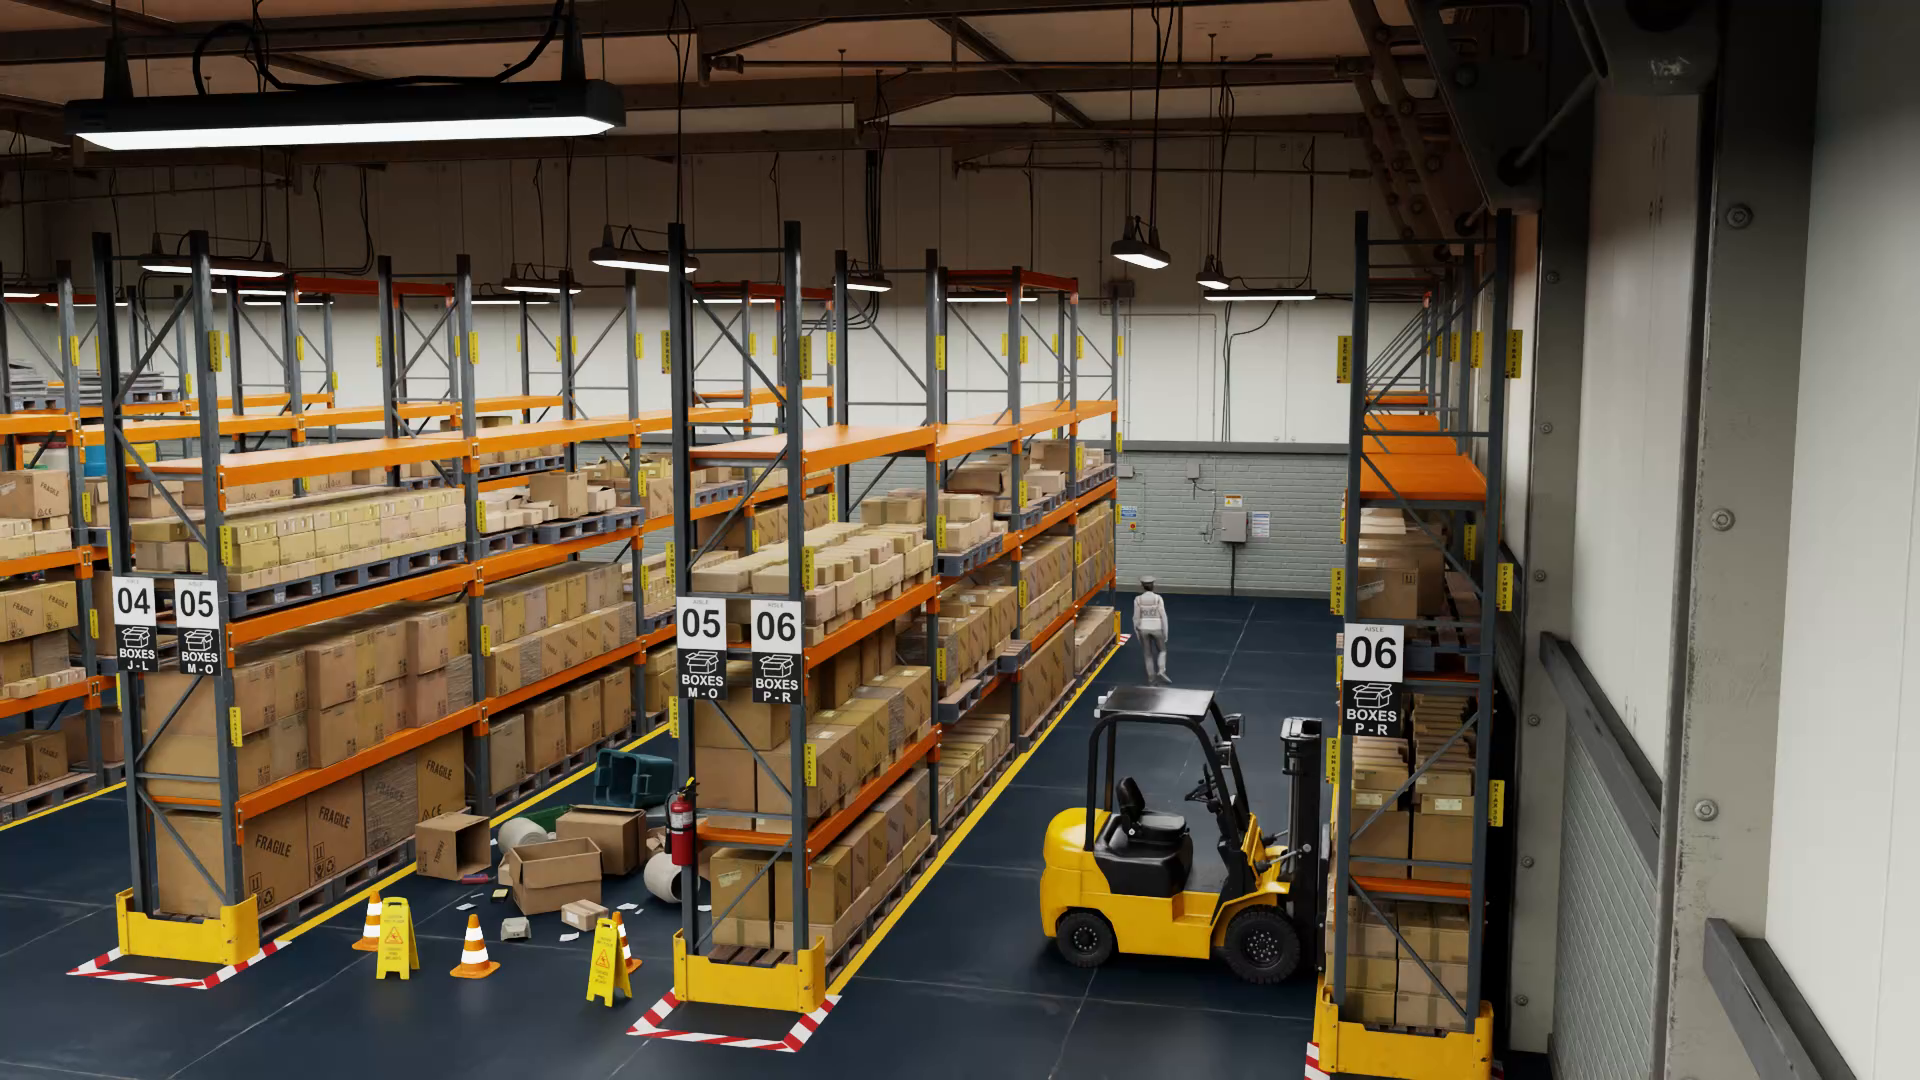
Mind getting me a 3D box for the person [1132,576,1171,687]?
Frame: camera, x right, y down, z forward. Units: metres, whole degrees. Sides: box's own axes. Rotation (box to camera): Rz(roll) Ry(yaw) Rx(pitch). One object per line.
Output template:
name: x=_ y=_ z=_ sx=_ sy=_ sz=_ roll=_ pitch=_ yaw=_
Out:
person: x=2.822 y=1.365 z=24.423 sx=0.581 sy=1.662 sz=0.461 roll=1 pitch=7 yaw=6
